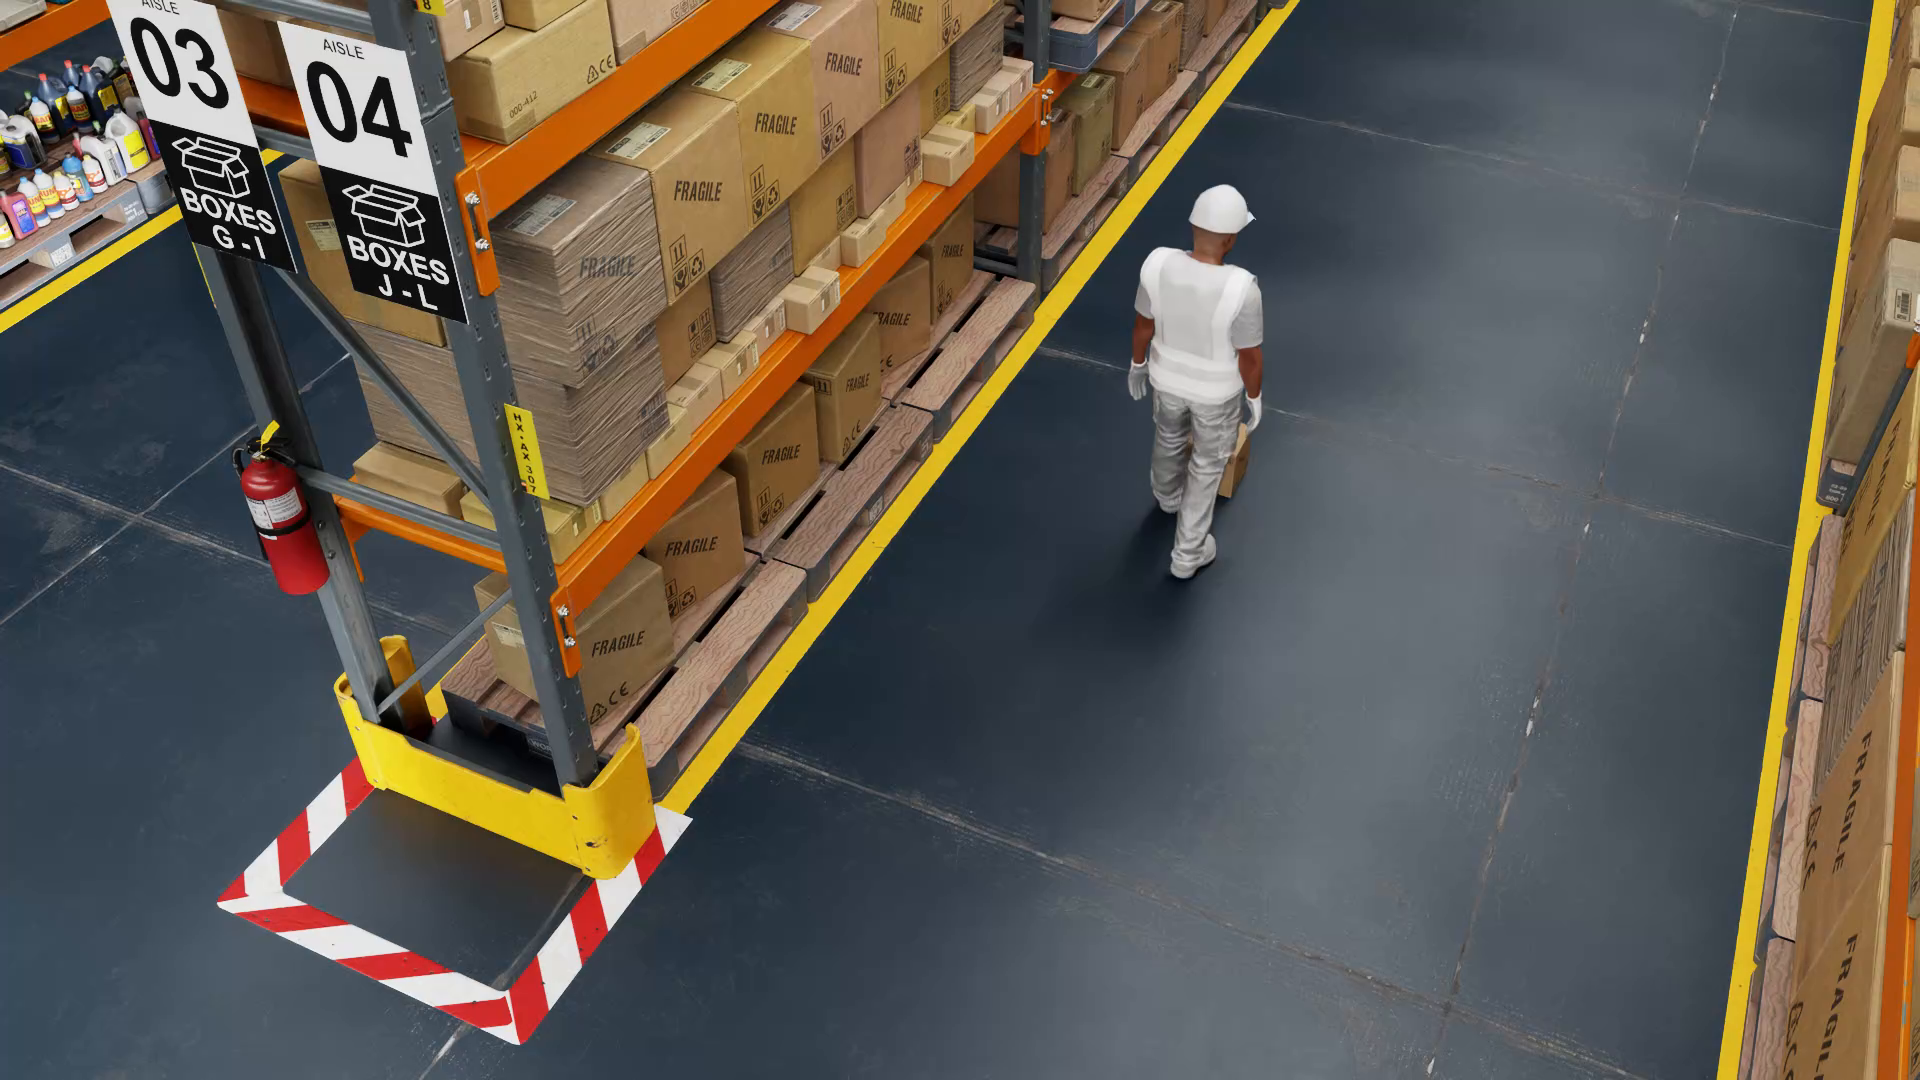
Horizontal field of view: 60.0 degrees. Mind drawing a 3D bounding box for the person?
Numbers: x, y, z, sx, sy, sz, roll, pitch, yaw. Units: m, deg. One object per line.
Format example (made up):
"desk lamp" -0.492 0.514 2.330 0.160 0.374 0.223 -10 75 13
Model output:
"person" 1.032 -0.711 6.941 0.590 1.780 0.691 22 46 23
